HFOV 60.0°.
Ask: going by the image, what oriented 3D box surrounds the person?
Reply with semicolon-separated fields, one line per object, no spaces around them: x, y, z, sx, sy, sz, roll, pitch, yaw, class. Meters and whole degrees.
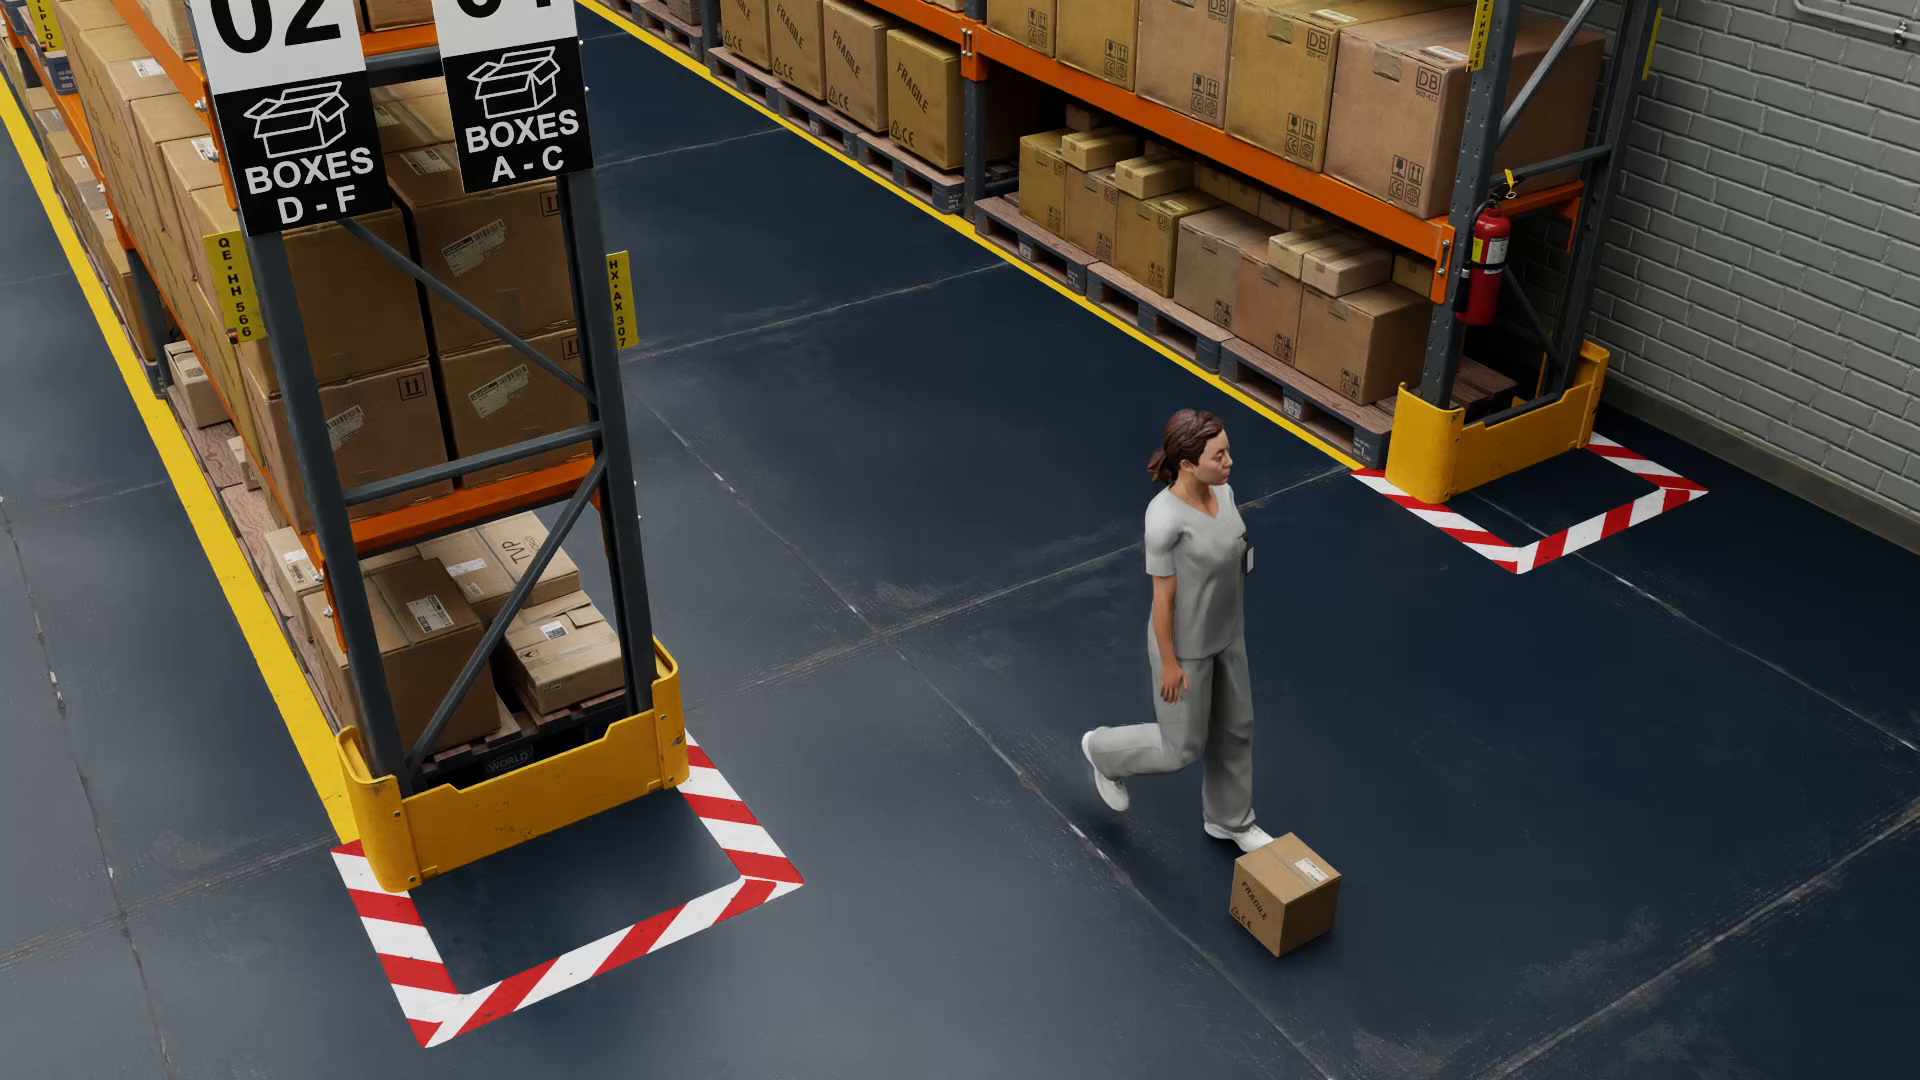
0.802;0.336;5.591;0.460;1.653;0.739;-28;42;-36;person
